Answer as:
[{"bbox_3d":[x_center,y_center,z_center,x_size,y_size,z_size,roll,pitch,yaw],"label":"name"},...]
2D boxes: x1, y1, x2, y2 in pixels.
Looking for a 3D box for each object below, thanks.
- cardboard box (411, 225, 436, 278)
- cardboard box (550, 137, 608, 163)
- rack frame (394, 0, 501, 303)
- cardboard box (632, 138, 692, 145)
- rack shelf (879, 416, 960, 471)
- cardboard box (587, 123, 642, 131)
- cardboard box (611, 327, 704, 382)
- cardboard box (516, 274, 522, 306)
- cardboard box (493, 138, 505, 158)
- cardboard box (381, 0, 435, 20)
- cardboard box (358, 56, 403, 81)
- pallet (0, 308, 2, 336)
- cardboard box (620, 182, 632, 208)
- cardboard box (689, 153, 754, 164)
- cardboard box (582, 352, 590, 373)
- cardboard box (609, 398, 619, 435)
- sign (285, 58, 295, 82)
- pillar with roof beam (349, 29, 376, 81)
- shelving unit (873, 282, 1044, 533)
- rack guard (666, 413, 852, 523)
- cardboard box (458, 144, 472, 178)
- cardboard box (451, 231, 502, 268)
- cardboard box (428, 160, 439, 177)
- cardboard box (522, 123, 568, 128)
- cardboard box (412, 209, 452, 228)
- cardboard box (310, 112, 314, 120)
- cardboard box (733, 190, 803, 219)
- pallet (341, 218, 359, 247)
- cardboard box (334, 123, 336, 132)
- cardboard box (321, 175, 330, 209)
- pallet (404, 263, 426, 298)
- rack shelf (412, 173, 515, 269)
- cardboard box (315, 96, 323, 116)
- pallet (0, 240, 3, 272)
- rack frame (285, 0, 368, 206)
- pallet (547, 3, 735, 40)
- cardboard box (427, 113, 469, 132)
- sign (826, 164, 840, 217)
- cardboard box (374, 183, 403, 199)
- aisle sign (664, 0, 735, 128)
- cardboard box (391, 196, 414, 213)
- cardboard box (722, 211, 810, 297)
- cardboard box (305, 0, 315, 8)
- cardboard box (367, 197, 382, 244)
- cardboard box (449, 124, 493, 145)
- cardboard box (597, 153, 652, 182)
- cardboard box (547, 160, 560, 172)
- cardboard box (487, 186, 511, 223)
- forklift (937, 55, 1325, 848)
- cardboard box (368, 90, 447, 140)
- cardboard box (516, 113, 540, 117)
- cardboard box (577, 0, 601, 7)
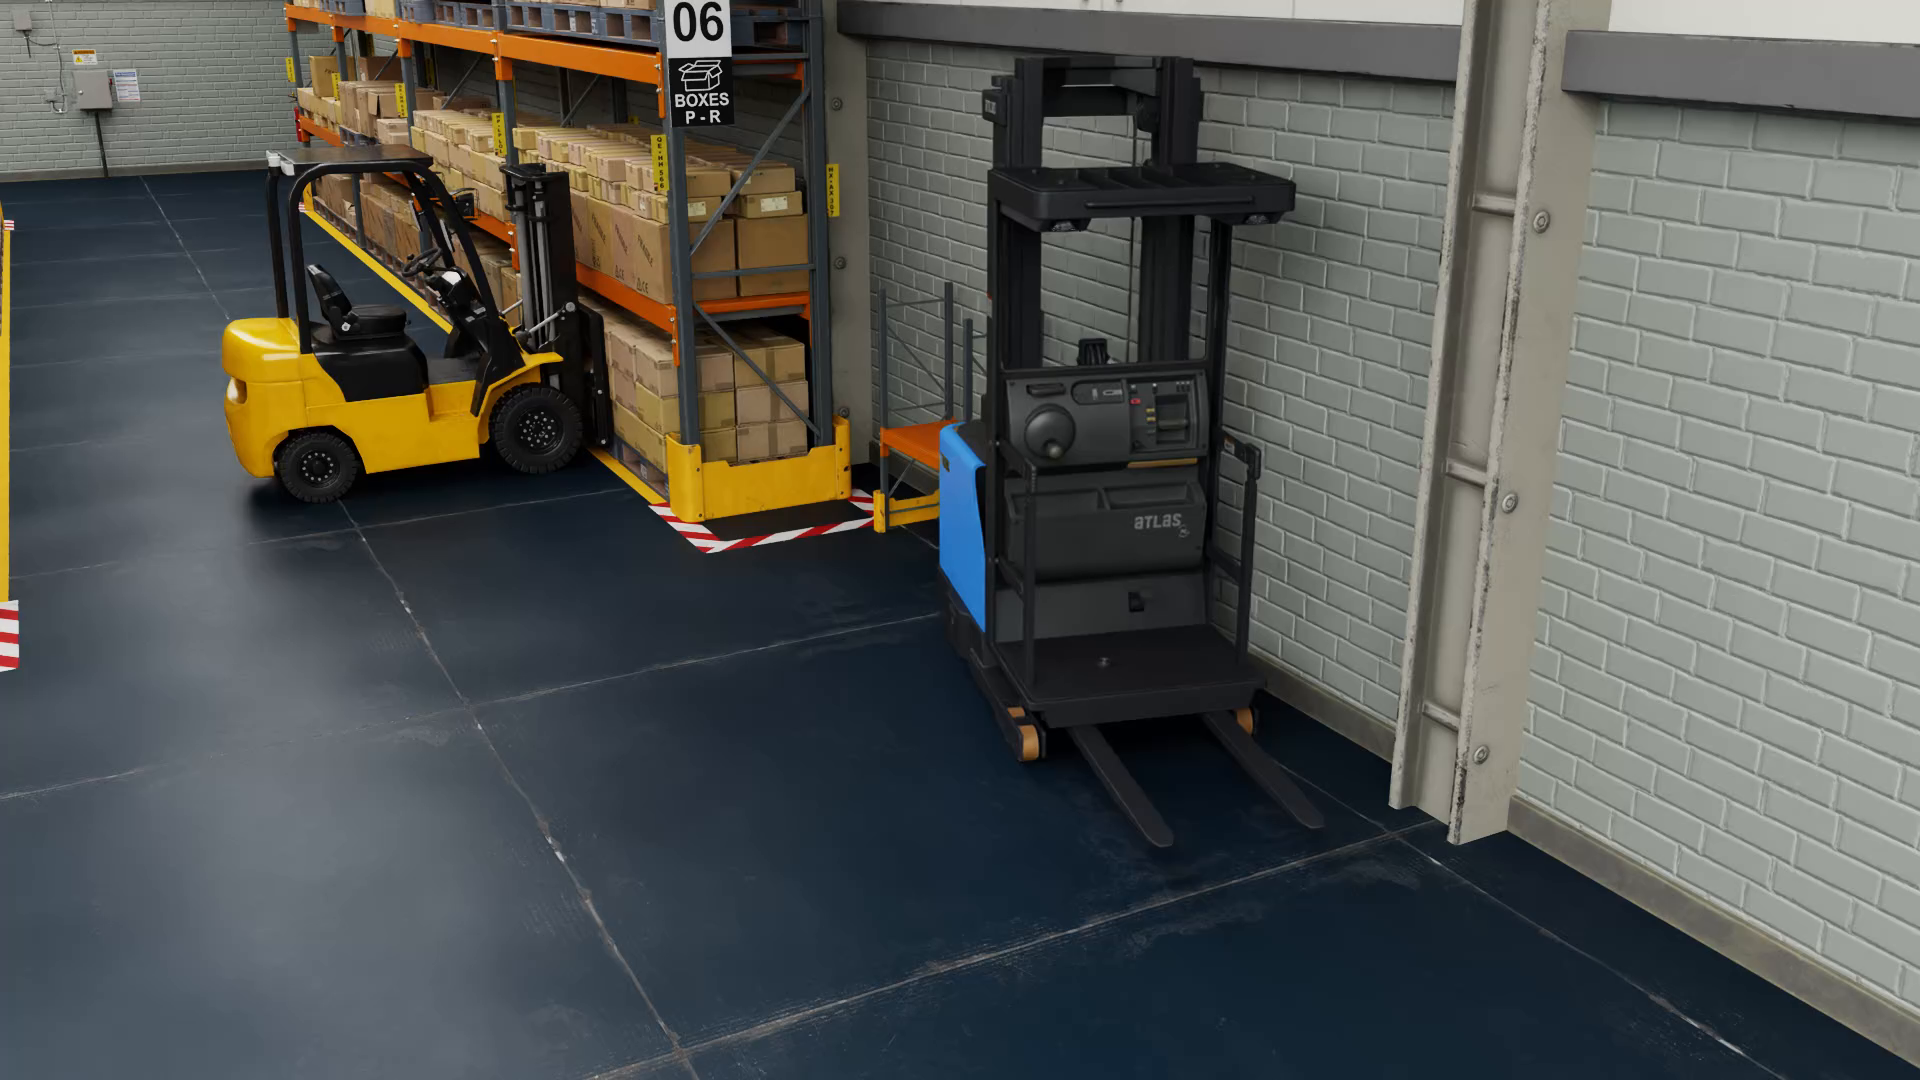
[{"bbox_3d":[-5.487,-3.068,17.613,0.500,0.500,0.500,-9,21,-25],"label":"cardboard box"},{"bbox_3d":[-2.796,-2.879,12.272,0.380,0.149,0.250,-10,22,-28],"label":"cardboard box"},{"bbox_3d":[-5.097,-3.963,17.018,1.000,3.000,0.127,-10,21,-27],"label":"rack frame"},{"bbox_3d":[-2.201,-2.892,12.310,0.380,0.149,0.250,-10,22,-27],"label":"cardboard box"},{"bbox_3d":[-0.013,-0.497,9.825,0.538,0.185,1.000,-11,22,-28],"label":"rack shelf"},{"bbox_3d":[-2.780,-3.265,13.390,0.380,0.149,0.250,-10,21,-27],"label":"cardboard box"},{"bbox_3d":[-2.039,-1.268,11.245,0.500,0.250,0.500,-10,21,-26],"label":"cardboard box"},{"bbox_3d":[-3.244,-1.999,13.364,0.500,0.250,0.500,-10,22,-27],"label":"cardboard box"},{"bbox_3d":[-3.694,-3.304,13.960,0.380,0.149,0.250,-10,22,-27],"label":"cardboard box"},{"bbox_3d":[-5.555,-5.420,16.871,0.500,0.250,0.500,-11,22,-28],"label":"cardboard box"},{"bbox_3d":[-7.470,-6.004,21.558,0.500,0.500,0.500,-11,22,-28],"label":"cardboard box"},{"bbox_3d":[-9.772,-2.113,15.932,1.003,0.211,1.213,-10,21,-27],"label":"pallet"},{"bbox_3d":[-2.034,-2.302,11.057,0.380,0.149,0.250,-10,21,-27],"label":"cardboard box"},{"bbox_3d":[-1.607,-2.518,11.226,0.380,0.149,0.250,-10,21,-26],"label":"cardboard box"},{"bbox_3d":[-2.531,-1.328,12.186,0.500,0.250,0.500,-10,21,-27],"label":"cardboard box"},{"bbox_3d":[-2.257,-0.941,11.830,0.500,0.250,0.500,-10,21,-26],"label":"cardboard box"},{"bbox_3d":[-9.374,-6.585,23.289,0.100,0.325,0.005,-10,21,-27],"label":"sign"},{"bbox_3d":[-13.172,-9.342,23.410,9.100,9.000,0.400,-10,21,-27],"label":"pillar with roof beam"},{"bbox_3d":[-0.017,-0.670,9.774,0.587,1.500,1.083,-11,22,-28],"label":"shelving unit"},{"bbox_3d":[-1.287,-0.478,10.751,1.175,0.500,0.348,-10,21,-27],"label":"rack guard"},{"bbox_3d":[-4.144,-3.376,14.780,0.500,0.250,0.500,-10,21,-26],"label":"cardboard box"},{"bbox_3d":[-4.496,-2.672,16.272,0.875,0.625,0.625,-9,21,-25],"label":"cardboard box"},{"bbox_3d":[-4.867,-3.582,16.143,0.500,0.250,0.500,-10,22,-28],"label":"cardboard box"},{"bbox_3d":[-3.735,-3.677,15.042,0.380,0.149,0.250,-10,21,-27],"label":"cardboard box"},{"bbox_3d":[-5.555,-3.389,17.549,0.380,0.149,0.250,-11,22,-29],"label":"cardboard box"},{"bbox_3d":[-8.820,-5.938,23.127,0.380,0.149,0.250,-9,21,-25],"label":"cardboard box"},{"bbox_3d":[-1.231,-2.158,10.639,0.380,0.149,0.250,-11,22,-28],"label":"cardboard box"},{"bbox_3d":[-7.322,-3.991,21.373,1.003,0.211,1.213,-10,21,-27],"label":"pallet"},{"bbox_3d":[-7.759,-5.267,21.181,0.380,0.149,0.250,-9,21,-25],"label":"cardboard box"},{"bbox_3d":[-8.317,-4.835,22.733,0.700,0.500,0.500,-9,21,-24],"label":"cardboard box"},{"bbox_3d":[-5.419,-2.865,18.111,1.003,0.211,1.213,-10,21,-27],"label":"pallet"},{"bbox_3d":[-4.148,-3.049,15.472,1.077,0.370,4.000,-10,21,-27],"label":"rack shelf"},{"bbox_3d":[-8.173,-5.724,21.896,0.500,0.250,0.500,-11,22,-28],"label":"cardboard box"},{"bbox_3d":[-11.656,-3.254,19.237,1.003,0.211,1.213,-10,21,-27],"label":"pallet"},{"bbox_3d":[-8.896,-6.260,23.674,1.000,3.000,0.127,-10,21,-27],"label":"rack frame"},{"bbox_3d":[-2.195,-3.600,11.504,1.003,0.211,1.213,-10,21,-27],"label":"pallet"},{"bbox_3d":[-4.933,-4.034,16.075,0.380,0.149,0.250,-9,21,-25],"label":"cardboard box"},{"bbox_3d":[-0.807,-2.198,10.453,0.100,0.325,0.005,-10,21,-27],"label":"sign"},{"bbox_3d":[-6.729,-4.151,19.757,0.380,0.149,0.250,-11,22,-29],"label":"cardboard box"},{"bbox_3d":[-1.526,-2.831,9.752,0.394,0.787,0.004,-10,21,-27],"label":"aisle sign"},{"bbox_3d":[-6.160,-3.774,18.665,0.380,0.149,0.250,-11,22,-29],"label":"cardboard box"},{"bbox_3d":[-1.289,-1.899,10.883,0.500,0.500,0.500,-9,21,-25],"label":"cardboard box"},{"bbox_3d":[-8.184,-6.906,21.332,0.380,0.149,0.250,-10,21,-26],"label":"cardboard box"},{"bbox_3d":[-6.704,-3.803,19.743,0.500,0.500,0.500,-10,22,-27],"label":"cardboard box"},{"bbox_3d":[-4.382,-3.659,14.989,0.380,0.149,0.250,-11,22,-28],"label":"cardboard box"},{"bbox_3d":[-2.221,-2.509,11.200,0.380,0.149,0.250,-9,21,-25],"label":"cardboard box"},{"bbox_3d":[-2.830,-2.734,12.309,0.380,0.149,0.250,-10,22,-27],"label":"cardboard box"},{"bbox_3d":[-3.667,-2.848,14.017,0.500,0.250,0.500,-9,21,-25],"label":"cardboard box"},{"bbox_3d":[0.714,-0.545,7.219,1.130,2.935,3.031,-4,20,-13],"label":"forklift"},{"bbox_3d":[-6.035,-4.650,18.208,0.797,0.503,0.637,-11,22,-28],"label":"cardboard box"},{"bbox_3d":[-4.295,-4.054,16.133,0.380,0.149,0.250,-10,22,-28],"label":"cardboard box"},{"bbox_3d":[-2.121,-3.777,10.928,0.700,0.500,0.500,-10,21,-26],"label":"cardboard box"}]
